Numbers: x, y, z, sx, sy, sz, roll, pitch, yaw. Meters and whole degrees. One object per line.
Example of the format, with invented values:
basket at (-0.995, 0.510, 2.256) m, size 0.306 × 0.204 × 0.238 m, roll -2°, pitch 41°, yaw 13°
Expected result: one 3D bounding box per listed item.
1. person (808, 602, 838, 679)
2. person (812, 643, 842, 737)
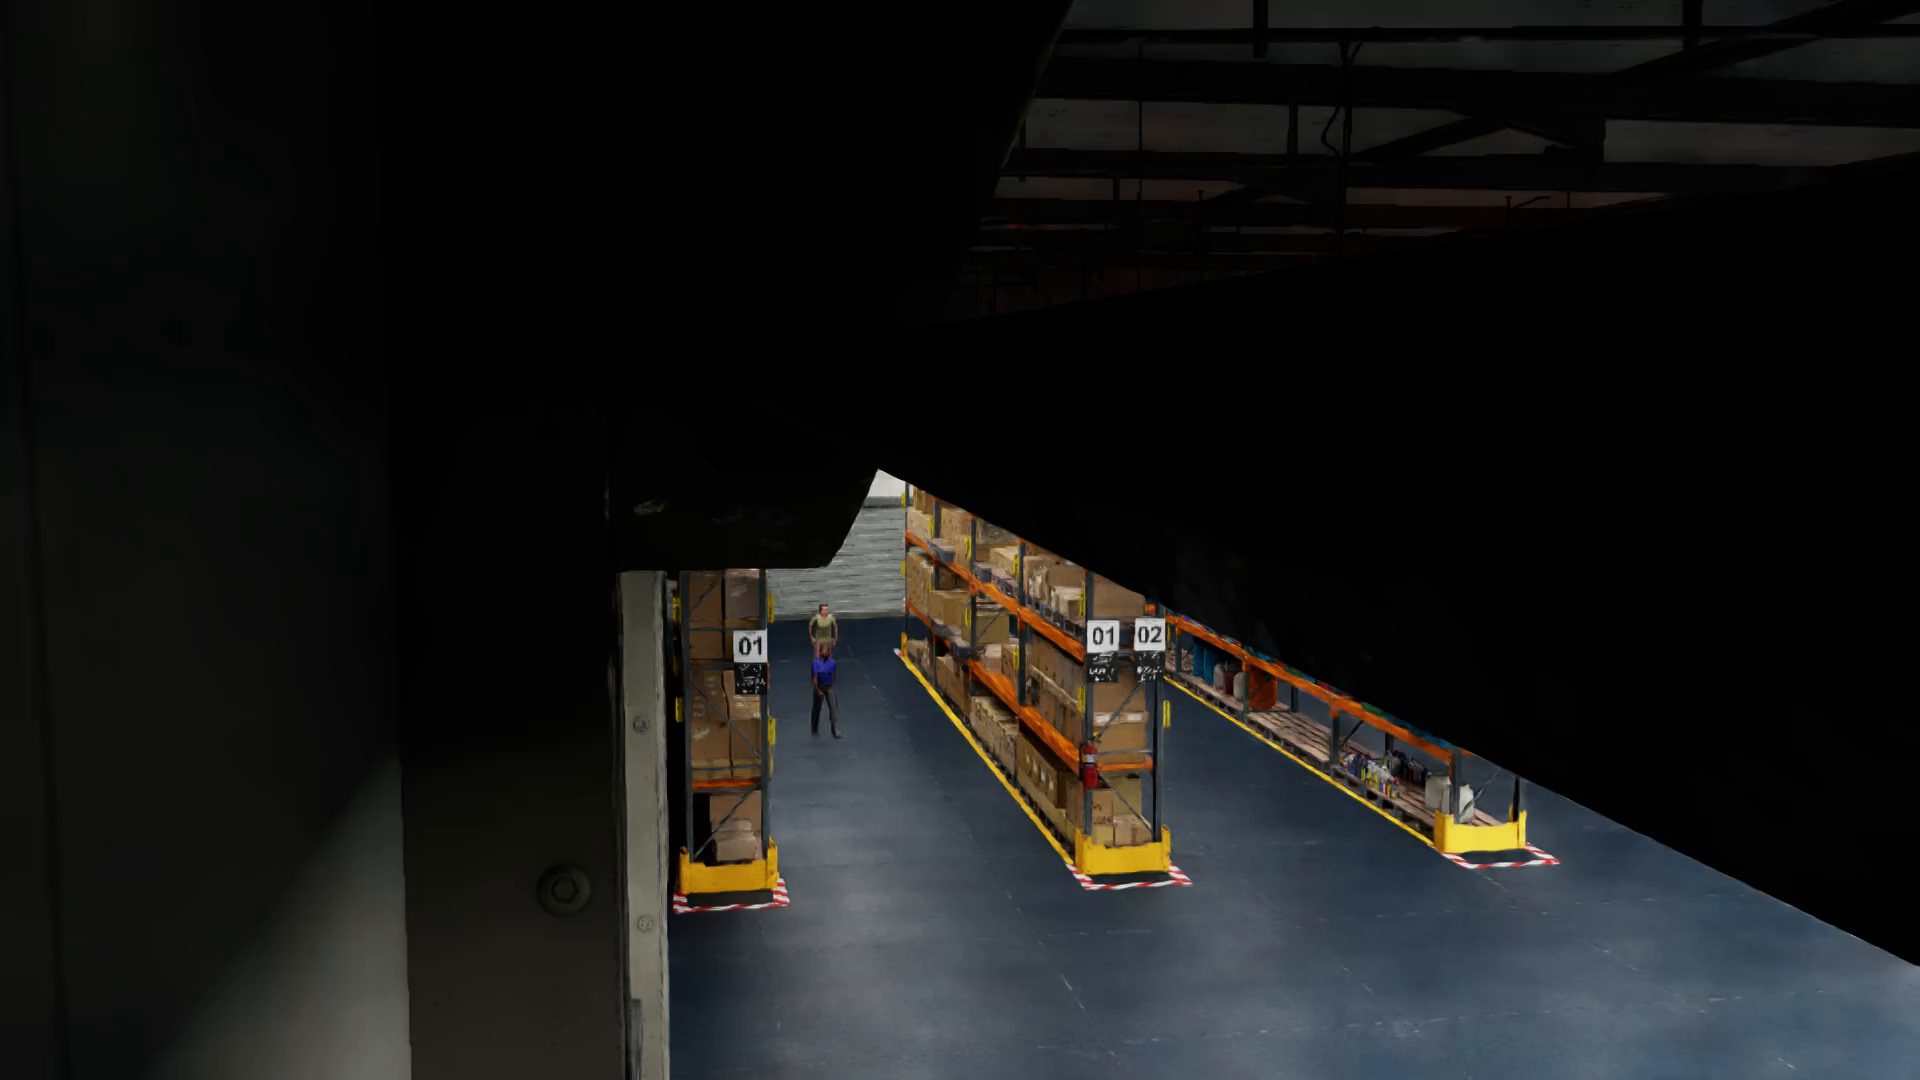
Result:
person at (-2.771, 2.046, 33.653) m, size 0.598 × 1.619 × 0.507 m, roll -1°, pitch 6°, yaw -12°
person at (-2.338, 2.572, 28.601) m, size 0.443 × 1.566 × 0.996 m, roll -2°, pitch 6°, yaw -18°
